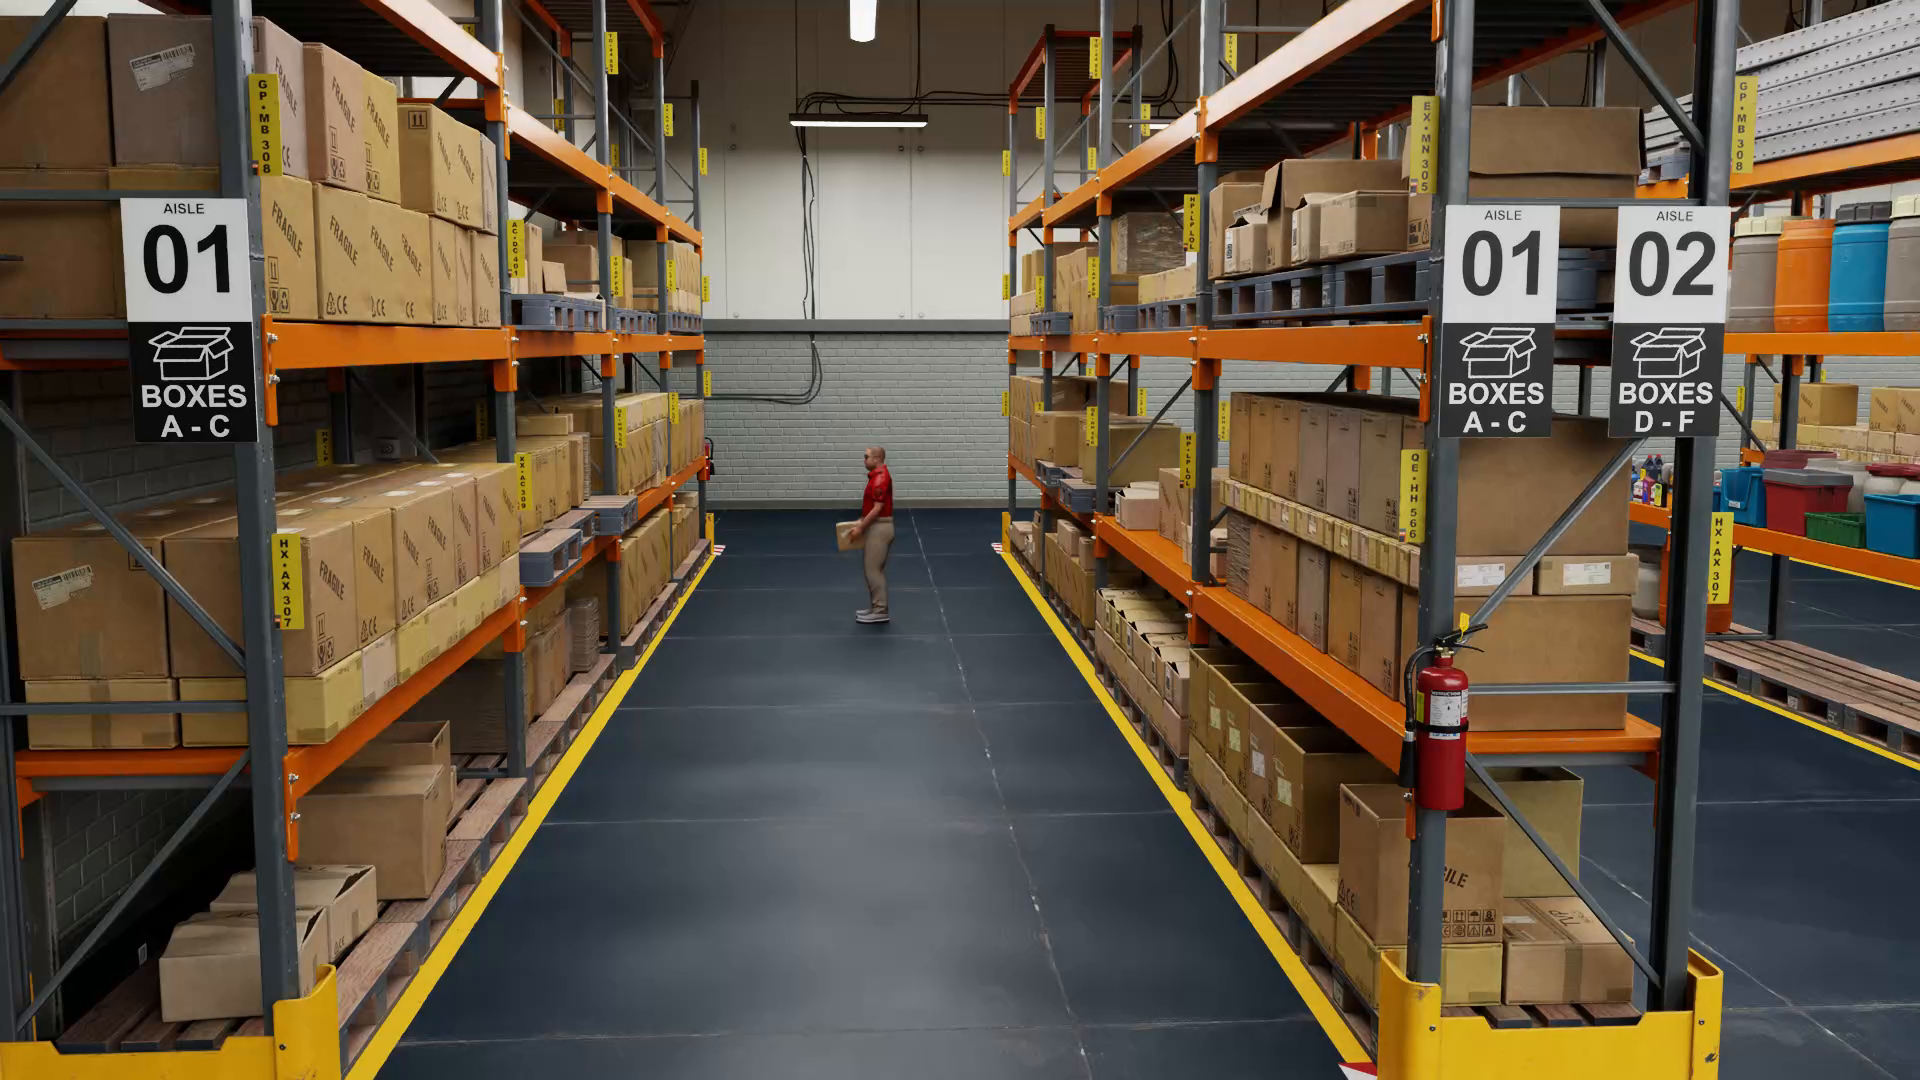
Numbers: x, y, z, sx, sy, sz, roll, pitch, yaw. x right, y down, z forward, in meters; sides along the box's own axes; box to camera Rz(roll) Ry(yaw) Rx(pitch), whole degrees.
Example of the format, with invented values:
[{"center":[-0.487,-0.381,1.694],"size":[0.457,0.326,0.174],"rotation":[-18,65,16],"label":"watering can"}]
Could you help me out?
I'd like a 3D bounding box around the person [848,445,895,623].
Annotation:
[{"center":[-0.879,-0.069,16.350],"size":[0.443,1.733,0.533],"rotation":[-1,7,-5],"label":"person"}]
